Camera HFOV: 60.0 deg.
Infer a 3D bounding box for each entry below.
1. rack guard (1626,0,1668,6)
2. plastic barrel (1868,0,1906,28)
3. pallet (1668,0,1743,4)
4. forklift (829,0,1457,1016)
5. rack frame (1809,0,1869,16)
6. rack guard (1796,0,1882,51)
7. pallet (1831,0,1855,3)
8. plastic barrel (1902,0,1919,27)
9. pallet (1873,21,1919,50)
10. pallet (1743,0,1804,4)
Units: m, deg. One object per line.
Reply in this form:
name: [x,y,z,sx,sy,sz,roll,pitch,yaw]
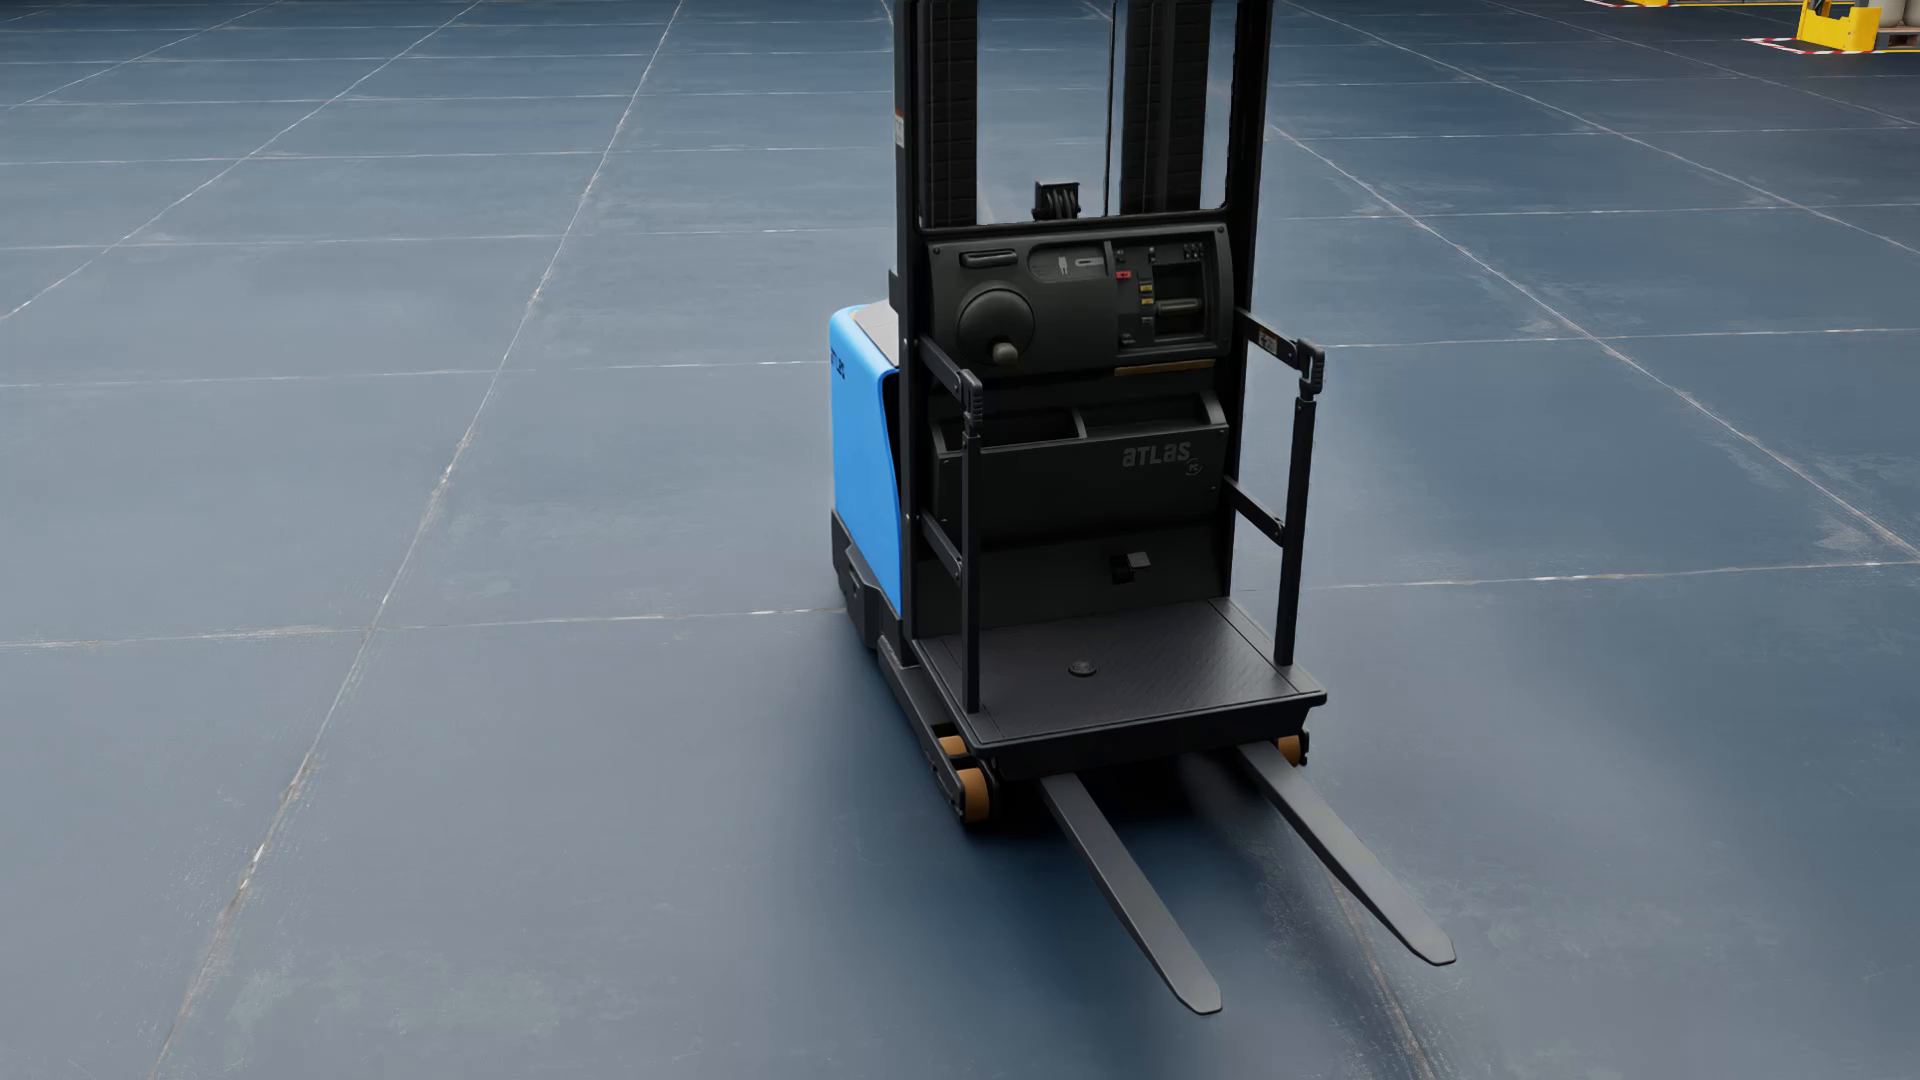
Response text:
rack guard: [10.174,-8.303,24.814,0.348,0.500,1.175,-2,24,-5]
plastic barrel: [11.328,-6.556,20.352,0.421,0.512,0.421,0,24,0]
pallet: [10.955,-8.219,24.982,1.213,0.211,1.003,-2,24,-5]
forklift: [0.426,-0.686,4.685,1.130,2.935,3.031,-7,25,-15]
rack frame: [10.681,-7.444,19.804,0.127,3.000,1.000,-2,24,-5]
rack guard: [10.752,-6.323,20.361,0.348,0.500,1.175,-2,24,-5]
pallet: [13.383,-8.317,25.201,1.213,0.211,1.003,-2,24,-5]
plastic barrel: [11.827,-6.576,20.397,0.421,0.512,0.421,0,24,0]
pallet: [11.561,-6.222,20.488,1.213,0.211,1.003,-2,24,-5]
pallet: [12.166,-8.267,25.088,1.213,0.211,1.003,-2,24,-5]
